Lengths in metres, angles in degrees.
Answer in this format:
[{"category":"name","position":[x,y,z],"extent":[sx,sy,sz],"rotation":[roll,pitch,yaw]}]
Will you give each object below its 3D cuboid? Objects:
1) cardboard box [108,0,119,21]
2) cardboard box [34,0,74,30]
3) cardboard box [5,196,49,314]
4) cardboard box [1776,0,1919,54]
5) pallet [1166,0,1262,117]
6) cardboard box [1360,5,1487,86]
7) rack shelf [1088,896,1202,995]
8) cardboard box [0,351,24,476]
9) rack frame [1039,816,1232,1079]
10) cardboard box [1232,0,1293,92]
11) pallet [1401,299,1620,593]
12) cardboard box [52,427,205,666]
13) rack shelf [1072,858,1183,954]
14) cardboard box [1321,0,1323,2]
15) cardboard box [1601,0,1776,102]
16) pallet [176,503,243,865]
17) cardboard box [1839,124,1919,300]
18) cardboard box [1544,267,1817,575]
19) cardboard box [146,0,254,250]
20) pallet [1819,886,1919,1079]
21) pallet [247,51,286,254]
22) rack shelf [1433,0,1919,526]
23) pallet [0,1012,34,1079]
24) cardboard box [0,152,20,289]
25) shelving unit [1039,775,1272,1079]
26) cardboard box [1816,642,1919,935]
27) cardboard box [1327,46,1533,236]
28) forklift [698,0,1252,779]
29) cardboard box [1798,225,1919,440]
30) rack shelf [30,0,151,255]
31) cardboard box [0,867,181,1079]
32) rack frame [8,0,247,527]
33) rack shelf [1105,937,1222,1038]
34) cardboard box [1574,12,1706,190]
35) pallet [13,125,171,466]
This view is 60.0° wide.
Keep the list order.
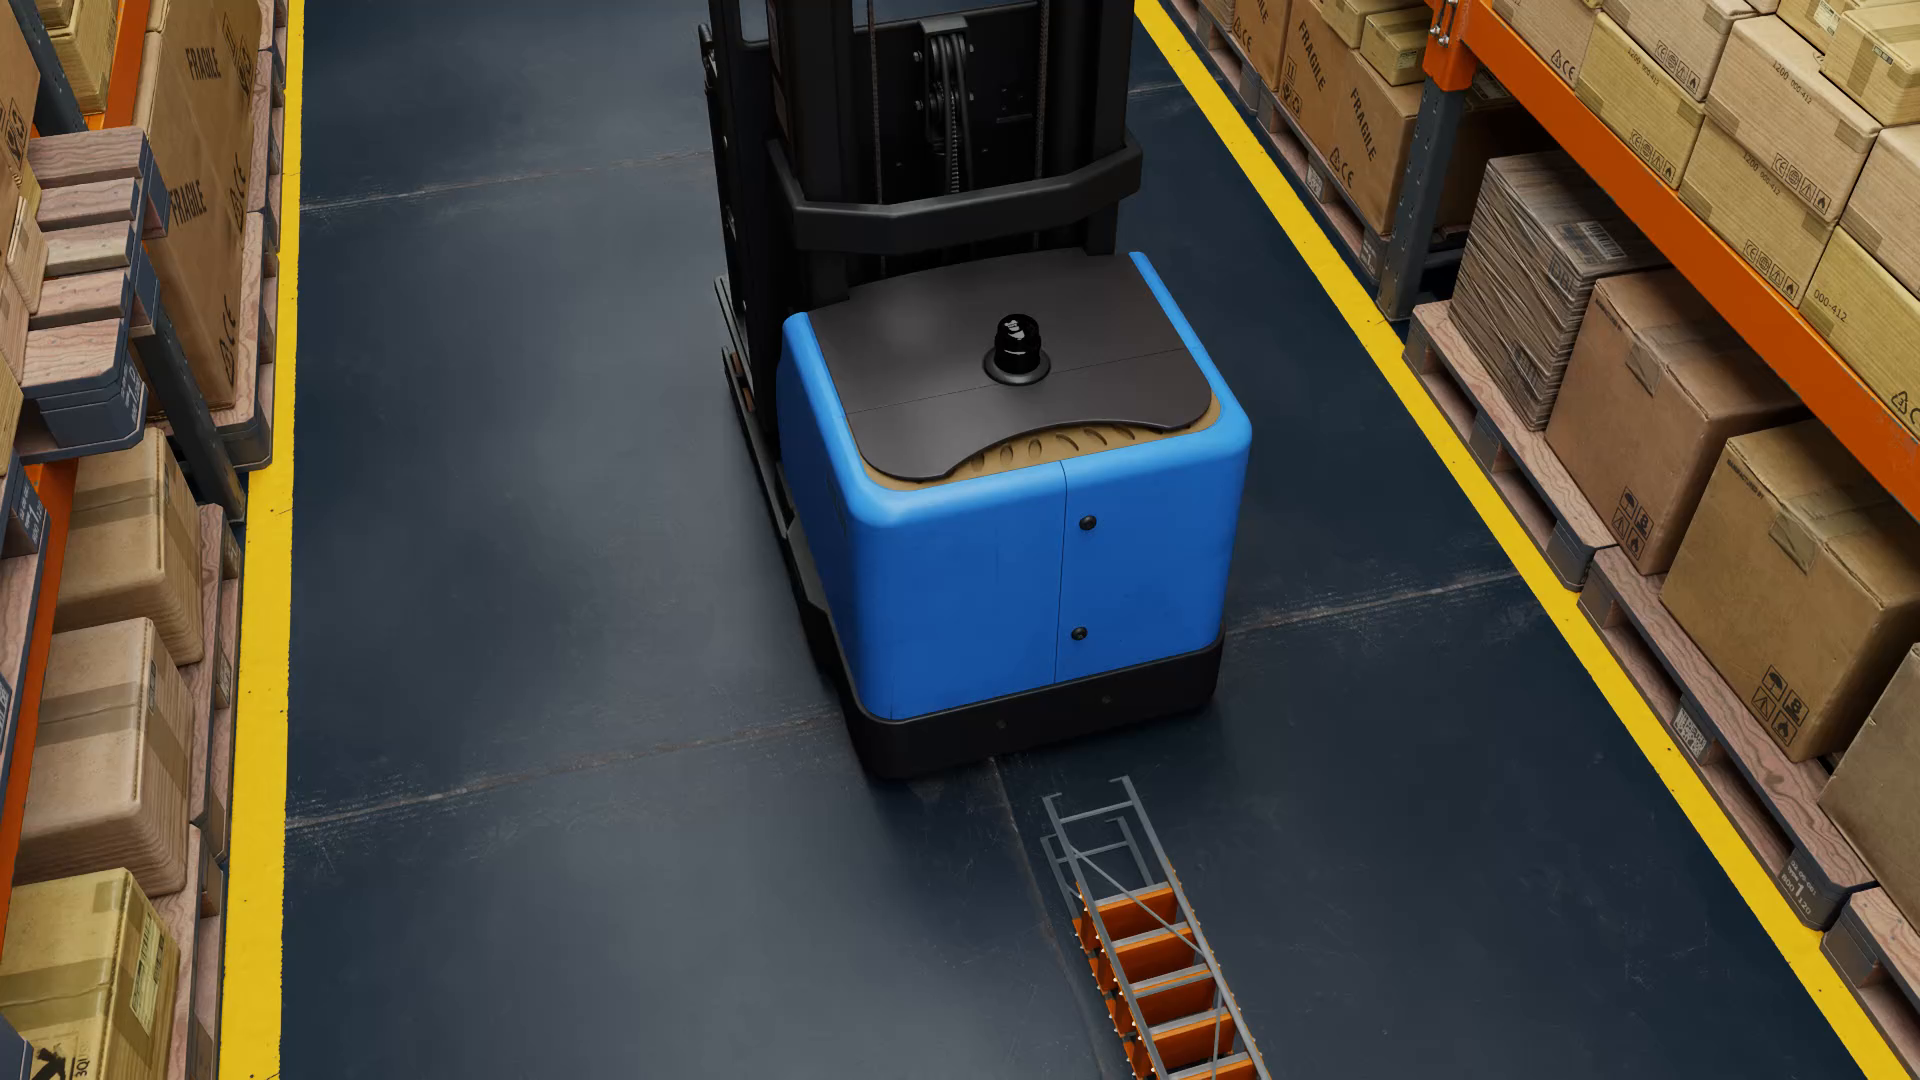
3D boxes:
[{"category":"cardboard box","position":[-2.808,-1.736,4.956],"extent":[0.500,0.250,0.500],"rotation":[-12,47,-11]},{"category":"cardboard box","position":[-2.668,-1.571,4.444],"extent":[0.500,0.250,0.500],"rotation":[-11,47,-11]},{"category":"cardboard box","position":[-2.220,-0.591,3.611],"extent":[0.380,0.149,0.250],"rotation":[-11,47,-11]},{"category":"cardboard box","position":[2.149,-1.249,3.849],"extent":[0.380,0.149,0.250],"rotation":[-10,46,-10]},{"category":"pallet","position":[1.557,-2.350,7.406],"extent":[1.003,0.211,1.213],"rotation":[-11,47,-10]},{"category":"cardboard box","position":[1.649,-1.757,5.874],"extent":[0.380,0.149,0.250],"rotation":[-13,47,-12]},{"category":"rack shelf","position":[0.457,1.008,4.127],"extent":[0.258,0.180,0.103],"rotation":[-13,47,-12]},{"category":"cardboard box","position":[-2.079,-0.229,3.256],"extent":[0.380,0.149,0.250],"rotation":[-10,46,-10]},{"category":"rack frame","position":[0.506,1.184,4.082],"extent":[0.240,0.006,1.200],"rotation":[-13,47,-12]},{"category":"cardboard box","position":[1.449,-2.196,6.758],"extent":[0.500,0.500,0.500],"rotation":[-9,46,-9]},{"category":"pallet","position":[2.193,-0.412,5.506],"extent":[1.003,0.211,1.213],"rotation":[-11,47,-10]},{"category":"cardboard box","position":[-2.642,0.111,4.586],"extent":[0.950,0.372,0.625],"rotation":[-14,47,-13]},{"category":"rack shelf","position":[0.421,0.926,4.207],"extent":[0.258,0.180,0.103],"rotation":[-13,47,-12]},{"category":"cardboard box","position":[1.524,-2.130,6.239],"extent":[0.380,0.149,0.250],"rotation":[-12,47,-12]},{"category":"cardboard box","position":[2.024,-1.389,4.266],"extent":[0.500,0.250,0.500],"rotation":[-9,46,-9]},{"category":"pallet","position":[-2.579,0.463,4.649],"extent":[1.003,0.211,1.213],"rotation":[-11,47,-10]},{"category":"cardboard box","position":[2.296,-0.676,3.567],"extent":[0.500,0.250,0.500],"rotation":[-10,46,-10]},{"category":"cardboard box","position":[2.341,-0.396,4.907],"extent":[0.875,0.625,0.625],"rotation":[-9,46,-9]},{"category":"cardboard box","position":[-3.098,-1.565,5.877],"extent":[0.875,0.875,0.875],"rotation":[-10,46,-10]},{"category":"pallet","position":[2.818,1.273,3.855],"extent":[1.003,0.211,1.213],"rotation":[-11,47,-10]},{"category":"pallet","position":[-3.215,-1.476,6.549],"extent":[1.003,0.211,1.213],"rotation":[-11,47,-10]},{"category":"rack shelf","position":[2.532,-0.331,3.978],"extent":[1.077,0.370,4.000],"rotation":[-11,47,-10]},{"category":"pallet","position":[-1.808,1.221,2.087],"extent":[1.003,0.211,1.213],"rotation":[-11,47,-10]},{"category":"cardboard box","position":[-2.249,-0.721,3.284],"extent":[0.500,0.500,0.500],"rotation":[-11,47,-11]},{"category":"shelving unit","position":[0.506,1.120,4.017],"extent":[0.258,0.189,1.200],"rotation":[-13,47,-12]},{"category":"cardboard box","position":[2.708,0.587,3.943],"extent":[0.875,0.625,0.625],"rotation":[-11,47,-11]},{"category":"cardboard box","position":[1.704,-1.488,6.064],"extent":[0.500,0.500,0.500],"rotation":[-9,46,-9]},{"category":"forklift","position":[-0.179,-1.452,4.621],"extent":[1.130,2.935,3.031],"rotation":[-12,47,-12]},{"category":"cardboard box","position":[2.291,-0.499,3.744],"extent":[0.500,0.250,0.500],"rotation":[-9,46,-9]},{"category":"rack shelf","position":[-3.289,-2.182,5.792],"extent":[1.077,0.370,4.000],"rotation":[-11,47,-10]},{"category":"cardboard box","position":[-2.257,1.144,3.574],"extent":[0.950,0.372,0.625],"rotation":[-9,46,-9]},{"category":"rack frame","position":[-2.777,-1.053,4.182],"extent":[1.000,3.000,0.127],"rotation":[-11,47,-10]},{"category":"rack shelf","position":[0.493,1.089,4.047],"extent":[0.258,0.180,0.103],"rotation":[-13,47,-12]},{"category":"cardboard box","position":[2.021,-1.212,4.442],"extent":[0.500,0.250,0.500],"rotation":[-12,47,-11]},{"category":"pallet","position":[-2.492,-0.514,3.787],"extent":[1.213,0.211,1.003],"rotation":[-11,47,-10]}]
